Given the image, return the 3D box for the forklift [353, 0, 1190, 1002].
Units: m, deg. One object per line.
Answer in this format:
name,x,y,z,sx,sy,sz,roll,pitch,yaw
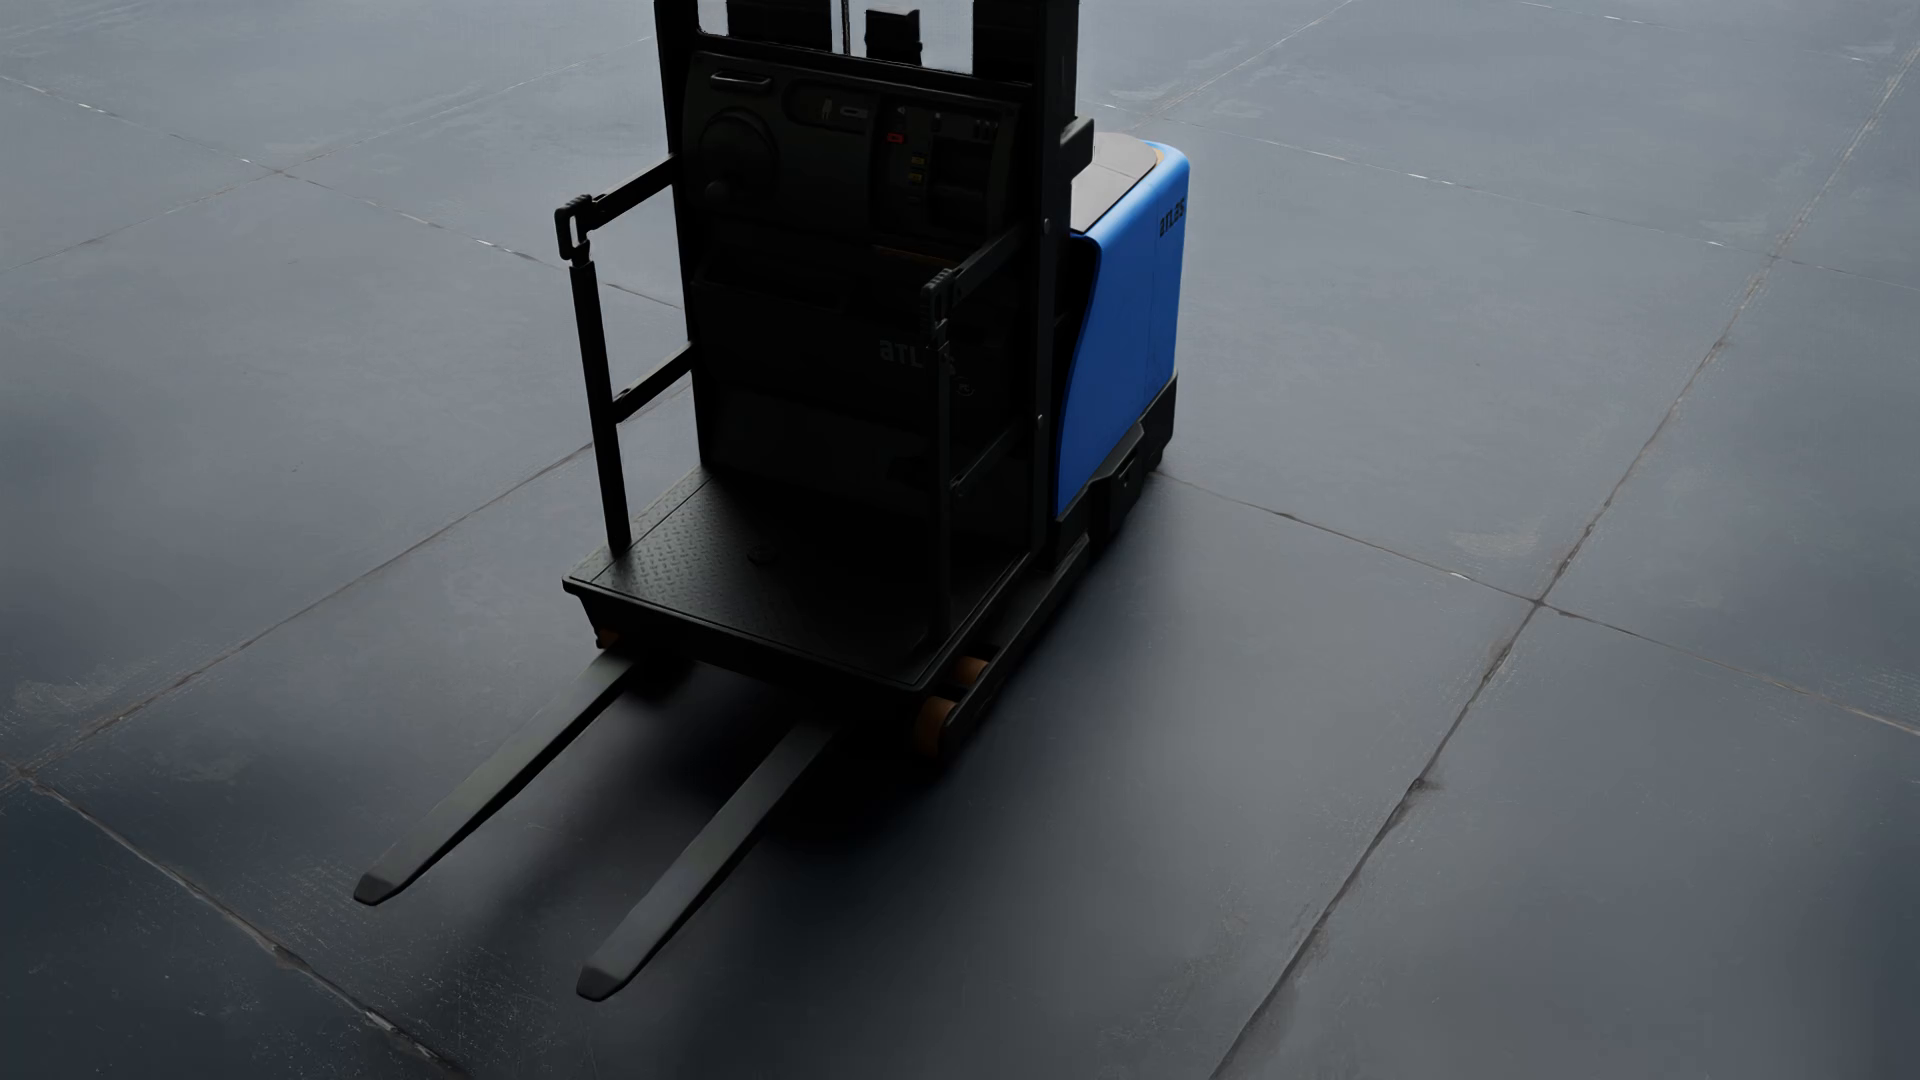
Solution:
forklift,-0.379,-0.918,3.990,1.130,2.935,3.031,15,37,21
